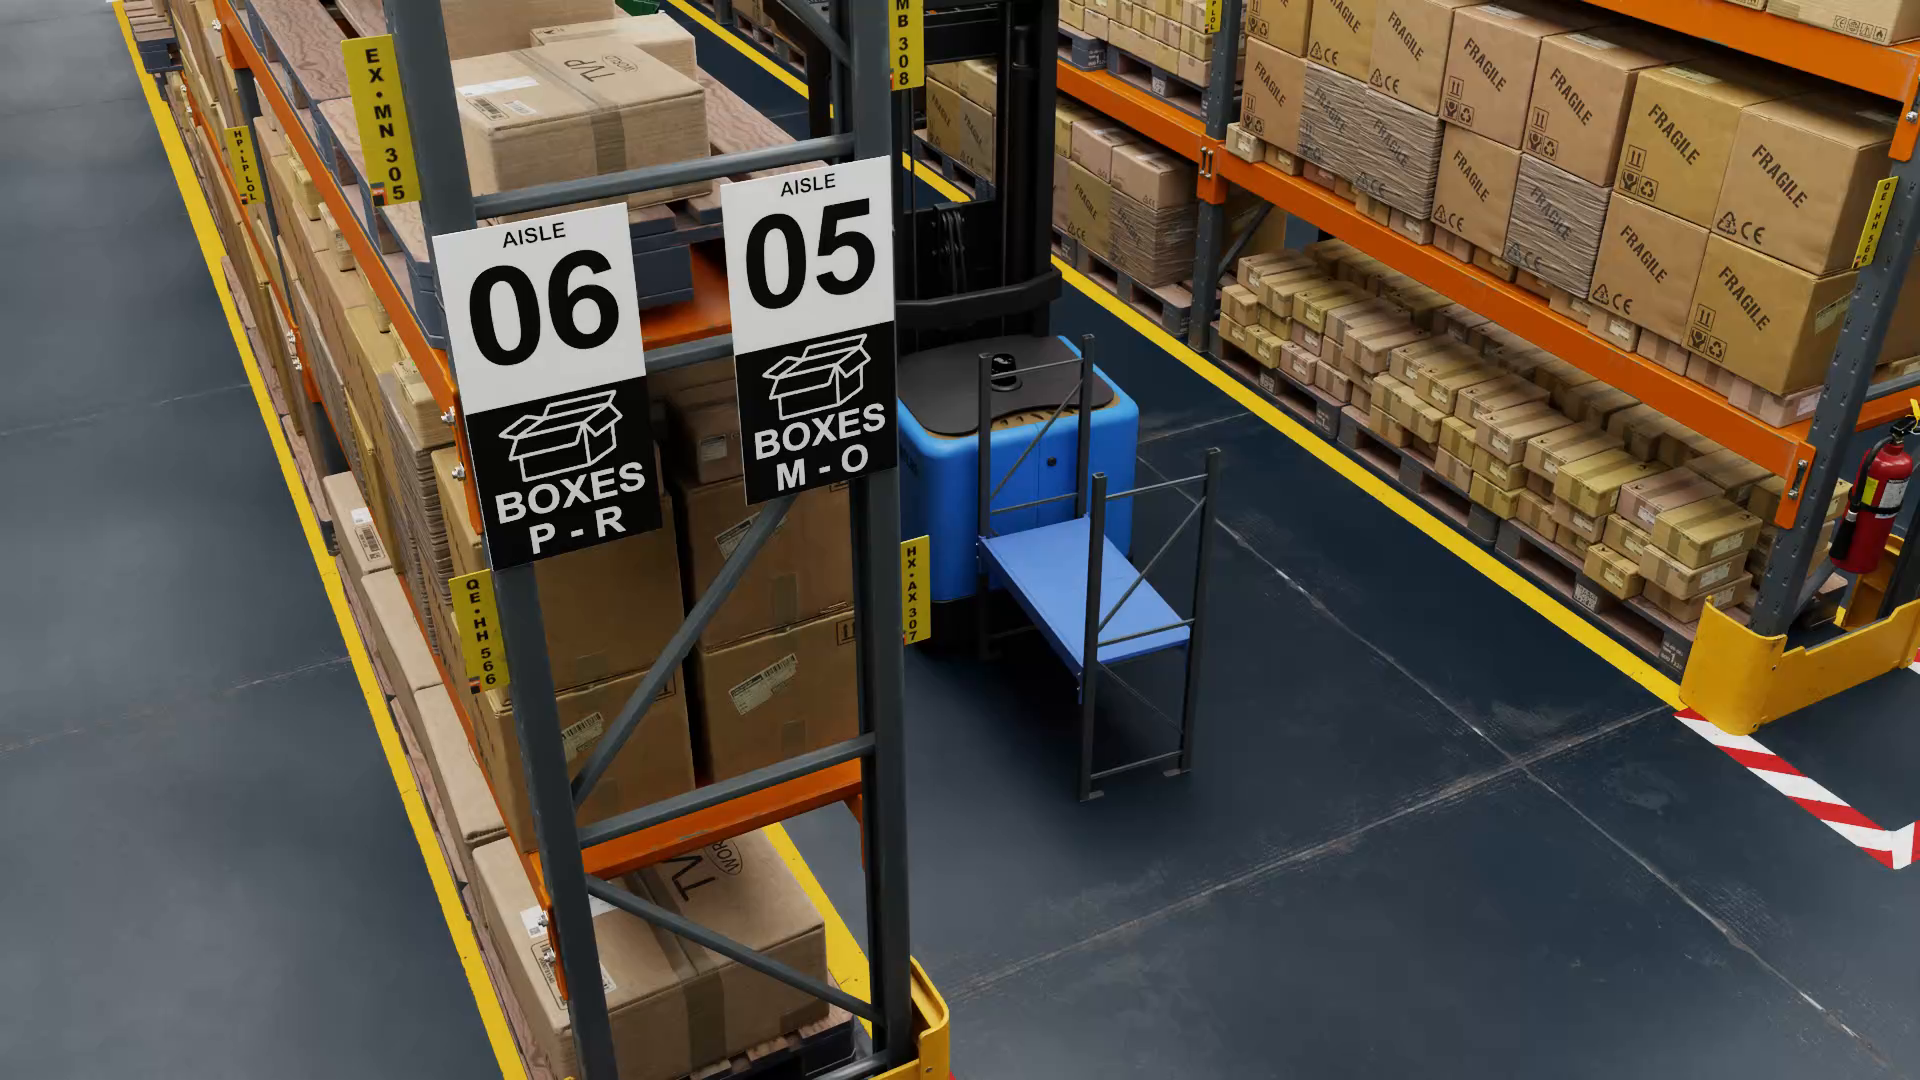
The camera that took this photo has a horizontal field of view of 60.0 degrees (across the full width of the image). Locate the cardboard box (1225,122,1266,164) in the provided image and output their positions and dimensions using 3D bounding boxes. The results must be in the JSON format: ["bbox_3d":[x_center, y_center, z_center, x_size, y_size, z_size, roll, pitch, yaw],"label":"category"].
[{"bbox_3d":[1.691,-2.207,9.148,0.380,0.149,0.250,-15,35,-21],"label":"cardboard box"}]

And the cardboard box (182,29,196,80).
[{"bbox_3d":[-4.091,-2.743,9.426,0.500,0.250,0.500,-15,36,-22],"label":"cardboard box"}]

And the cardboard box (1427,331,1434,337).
[{"bbox_3d":[2.721,-1.051,9.088,0.380,0.149,0.250,-15,36,-22],"label":"cardboard box"}]

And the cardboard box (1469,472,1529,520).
[{"bbox_3d":[2.726,-0.262,8.132,0.380,0.149,0.250,-18,37,-25],"label":"cardboard box"}]

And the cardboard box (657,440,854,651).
[{"bbox_3d":[-0.590,-0.092,4.594,0.500,0.500,0.500,-17,36,-24],"label":"cardboard box"}]

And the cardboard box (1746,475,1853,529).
[{"bbox_3d":[3.770,-0.184,7.459,0.380,0.149,0.250,-18,37,-25],"label":"cardboard box"}]

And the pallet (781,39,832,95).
[{"bbox_3d":[-0.882,-4.242,14.676,1.003,0.211,1.213,-16,36,-23],"label":"pallet"}]

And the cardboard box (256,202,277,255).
[{"bbox_3d":[-2.904,-1.534,7.539,0.500,0.250,0.500,-16,36,-23],"label":"cardboard box"}]

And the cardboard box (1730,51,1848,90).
[{"bbox_3d":[3.498,-1.730,6.875,0.500,0.500,0.500,-15,36,-22],"label":"cardboard box"}]

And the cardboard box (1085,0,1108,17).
[{"bbox_3d":[1.000,-3.366,10.290,0.380,0.149,0.250,-18,37,-26],"label":"cardboard box"}]

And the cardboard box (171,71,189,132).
[{"bbox_3d":[-5.628,-3.534,13.032,0.950,0.372,0.625,-14,35,-20],"label":"cardboard box"}]

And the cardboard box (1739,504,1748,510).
[{"bbox_3d":[3.619,-0.183,7.732,0.380,0.149,0.250,-16,36,-23],"label":"cardboard box"}]

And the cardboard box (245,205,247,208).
[{"bbox_3d":[-3.370,-1.814,8.439,0.500,0.250,0.500,-17,36,-24],"label":"cardboard box"}]

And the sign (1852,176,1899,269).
[{"bbox_3d":[3.213,-1.112,5.839,0.100,0.325,0.005,-16,36,-23],"label":"sign"}]

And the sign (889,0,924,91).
[{"bbox_3d":[-0.125,-1.130,3.568,0.100,0.325,0.005,-16,36,-23],"label":"sign"}]

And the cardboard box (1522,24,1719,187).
[{"bbox_3d":[2.794,-1.854,7.067,0.500,0.500,0.500,-14,35,-21],"label":"cardboard box"}]

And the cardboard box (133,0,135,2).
[{"bbox_3d":[-6.965,-4.847,14.500,0.500,0.500,0.500,-15,36,-22],"label":"cardboard box"}]

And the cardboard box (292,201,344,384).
[{"bbox_3d":[-2.017,-0.922,5.889,0.500,0.500,0.500,-15,36,-22],"label":"cardboard box"}]

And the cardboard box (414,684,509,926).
[{"bbox_3d":[-1.449,0.849,6.130,0.875,0.438,0.875,-15,36,-22],"label":"cardboard box"}]

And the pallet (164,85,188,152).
[{"bbox_3d":[-5.849,-3.510,13.533,1.003,0.211,1.213,-16,36,-23],"label":"pallet"}]

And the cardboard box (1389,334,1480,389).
[{"bbox_3d":[2.452,-0.916,8.602,0.380,0.149,0.250,-17,37,-25],"label":"cardboard box"}]

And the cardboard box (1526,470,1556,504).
[{"bbox_3d":[2.937,-0.305,7.923,0.380,0.149,0.250,-16,36,-24],"label":"cardboard box"}]

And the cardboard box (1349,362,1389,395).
[{"bbox_3d":[2.308,-0.907,8.862,0.380,0.149,0.250,-14,35,-21],"label":"cardboard box"}]

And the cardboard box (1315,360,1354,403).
[{"bbox_3d":[2.183,-0.911,9.145,0.380,0.149,0.250,-17,36,-24],"label":"cardboard box"}]

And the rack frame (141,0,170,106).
[{"bbox_3d":[-6.213,-5.055,13.360,1.000,3.000,0.127,-16,36,-23],"label":"rack frame"}]

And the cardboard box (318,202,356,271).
[{"bbox_3d":[-1.872,-1.026,5.450,0.380,0.149,0.250,-16,36,-23],"label":"cardboard box"}]

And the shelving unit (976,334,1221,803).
[{"bbox_3d":[0.506,0.103,6.698,0.538,1.500,1.048,-13,35,-19],"label":"shelving unit"}]

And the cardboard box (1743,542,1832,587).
[{"bbox_3d":[3.752,0.071,7.611,0.380,0.149,0.250,-15,36,-22],"label":"cardboard box"}]

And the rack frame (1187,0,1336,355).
[{"bbox_3d":[1.849,-2.531,9.419,1.000,3.000,0.127,-16,36,-23],"label":"rack frame"}]

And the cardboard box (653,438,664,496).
[{"bbox_3d":[-0.963,-0.186,4.138,0.380,0.149,0.250,-15,36,-22],"label":"cardboard box"}]

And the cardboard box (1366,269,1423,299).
[{"bbox_3d":[2.521,-1.424,9.394,0.380,0.149,0.250,-16,36,-24],"label":"cardboard box"}]

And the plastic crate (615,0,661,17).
[{"bbox_3d":[-3.121,-4.942,15.737,0.450,0.188,0.662,10,33,-4],"label":"plastic crate"}]

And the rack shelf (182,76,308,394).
[{"bbox_3d":[-3.416,-1.889,9.085,1.077,0.370,4.000,-16,36,-23],"label":"rack shelf"}]

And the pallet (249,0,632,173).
[{"bbox_3d":[-1.546,-1.488,5.094,1.003,0.211,1.213,-16,36,-23],"label":"pallet"}]

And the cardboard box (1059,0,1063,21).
[{"bbox_3d":[0.754,-3.489,10.760,0.380,0.149,0.250,-17,36,-25],"label":"cardboard box"}]

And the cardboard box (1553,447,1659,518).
[{"bbox_3d":[2.943,-0.263,7.583,0.380,0.149,0.250,-17,36,-24],"label":"cardboard box"}]

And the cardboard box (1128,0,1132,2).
[{"bbox_3d":[1.121,-3.372,10.024,0.380,0.149,0.250,-16,36,-23],"label":"cardboard box"}]

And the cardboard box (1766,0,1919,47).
[{"bbox_3d":[3.267,-1.972,5.906,0.500,0.250,0.500,-17,36,-24],"label":"cardboard box"}]

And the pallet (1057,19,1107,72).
[{"bbox_3d":[0.943,-3.424,10.992,1.003,0.211,1.213,-16,36,-23],"label":"pallet"}]

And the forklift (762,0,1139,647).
[{"bbox_3d":[-0.238,-1.545,7.944,1.130,2.935,3.031,-13,35,-19],"label":"forklift"}]

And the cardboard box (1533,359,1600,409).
[{"bbox_3d":[3.139,-0.807,8.431,0.380,0.149,0.250,-15,36,-22],"label":"cardboard box"}]

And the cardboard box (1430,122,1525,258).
[{"bbox_3d":[2.573,-1.666,7.701,0.500,0.500,0.500,-14,35,-21],"label":"cardboard box"}]

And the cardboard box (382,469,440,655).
[{"bbox_3d":[-1.547,-0.020,5.409,0.500,0.500,0.500,-15,36,-22],"label":"cardboard box"}]

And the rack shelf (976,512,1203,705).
[{"bbox_3d":[0.506,0.255,6.795,0.538,0.185,1.000,-13,35,-19],"label":"rack shelf"}]

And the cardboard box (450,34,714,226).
[{"bbox_3d":[-0.908,-0.939,3.812,0.500,0.250,0.500,-19,37,-27],"label":"cardboard box"}]

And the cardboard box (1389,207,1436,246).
[{"bbox_3d":[2.348,-1.591,8.186,0.380,0.149,0.250,-14,35,-21],"label":"cardboard box"}]

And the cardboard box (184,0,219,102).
[{"bbox_3d":[-3.635,-2.586,8.486,0.500,0.500,0.500,-15,36,-22],"label":"cardboard box"}]

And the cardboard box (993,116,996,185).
[{"bbox_3d":[0.569,-2.679,11.579,0.500,0.500,0.500,-17,36,-24],"label":"cardboard box"}]

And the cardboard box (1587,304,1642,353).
[{"bbox_3d":[2.959,-0.960,7.201,0.380,0.149,0.250,-15,36,-22],"label":"cardboard box"}]

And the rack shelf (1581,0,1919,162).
[{"bbox_3d":[2.781,-2.536,7.314,1.077,0.370,4.000,-16,36,-23],"label":"rack shelf"}]

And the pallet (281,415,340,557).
[{"bbox_3d":[-2.910,-0.412,8.698,1.003,0.211,1.213,-16,36,-23],"label":"pallet"}]

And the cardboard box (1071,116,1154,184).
[{"bbox_3d":[1.050,-2.511,10.622,0.500,0.250,0.500,-14,35,-21],"label":"cardboard box"}]

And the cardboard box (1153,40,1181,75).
[{"bbox_3d":[1.366,-2.865,9.785,0.380,0.149,0.250,-16,36,-23],"label":"cardboard box"}]

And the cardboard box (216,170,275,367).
[{"bbox_3d":[-3.688,-1.651,9.627,0.875,0.875,0.875,-15,36,-23],"label":"cardboard box"}]

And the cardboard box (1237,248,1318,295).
[{"bbox_3d":[1.826,-1.541,9.577,0.380,0.149,0.250,-14,35,-21],"label":"cardboard box"}]
